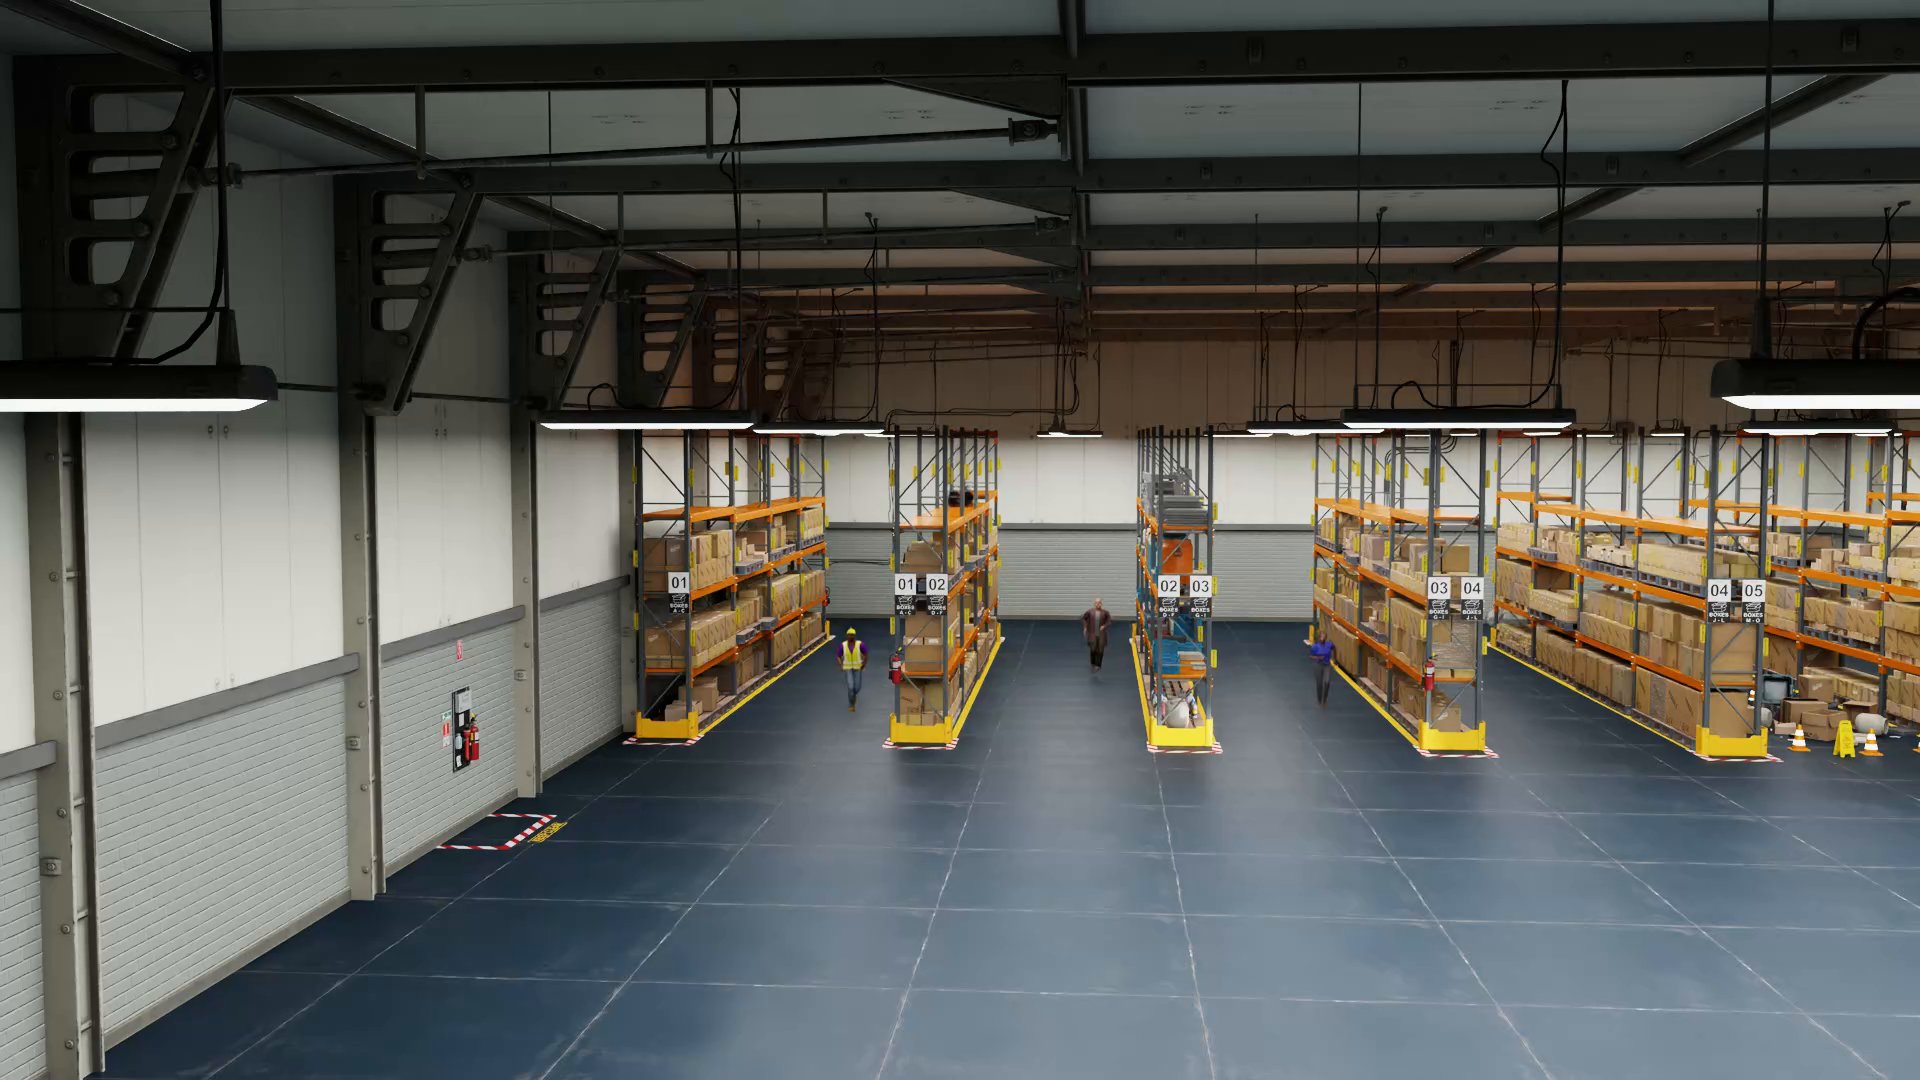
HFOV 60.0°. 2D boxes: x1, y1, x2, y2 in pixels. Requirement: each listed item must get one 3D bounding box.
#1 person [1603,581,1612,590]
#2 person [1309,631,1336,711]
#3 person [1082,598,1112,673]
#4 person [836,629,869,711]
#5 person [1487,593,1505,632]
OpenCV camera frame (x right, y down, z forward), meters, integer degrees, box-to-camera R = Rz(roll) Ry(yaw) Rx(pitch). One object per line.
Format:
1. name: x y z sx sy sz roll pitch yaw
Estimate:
1. person: 18.398 1.980 47.337 0.970 1.768 0.666 0 3 8
2. person: 7.742 2.826 35.473 0.599 1.586 0.834 0 3 5
3. person: 3.221 2.257 39.054 0.704 1.763 0.653 0 3 3
4. person: -2.279 2.742 35.305 0.694 1.736 0.640 0 3 -3
5. person: 15.385 2.006 47.566 0.598 1.719 0.776 2 4 30
